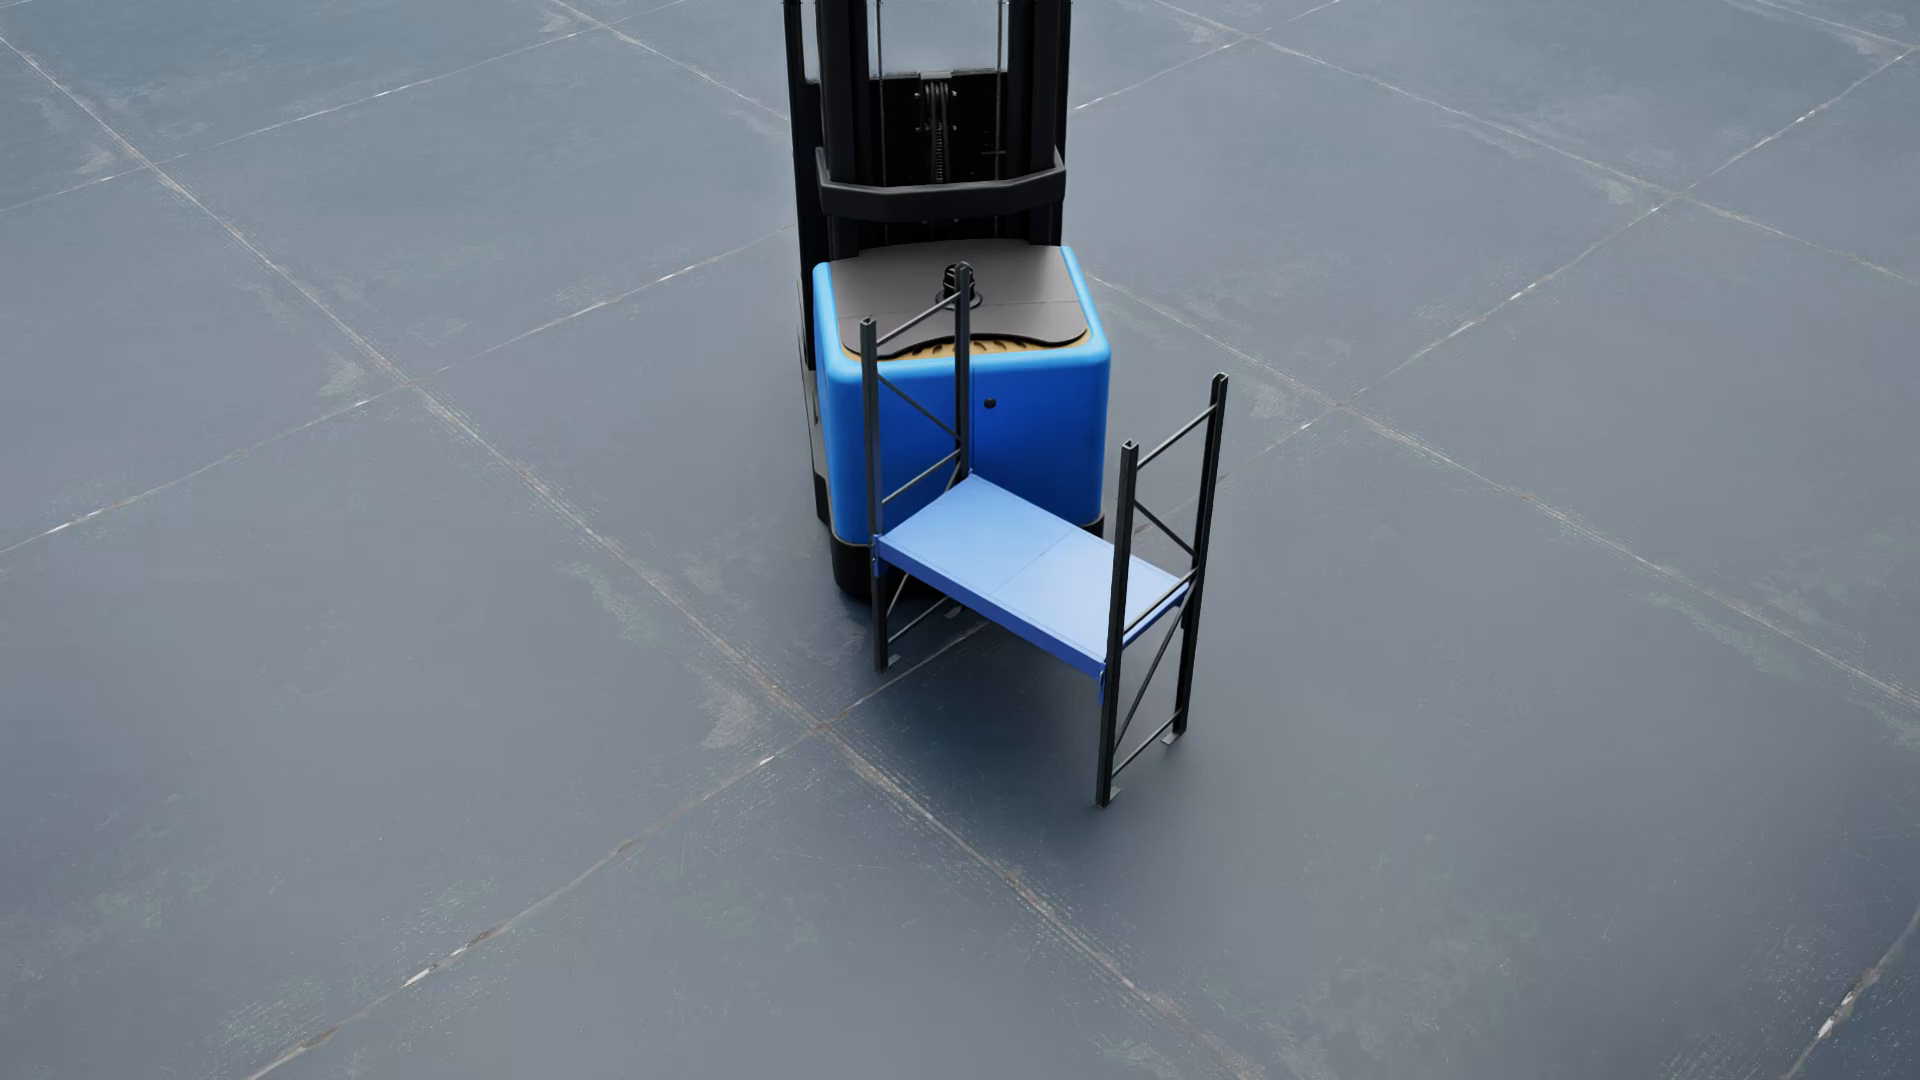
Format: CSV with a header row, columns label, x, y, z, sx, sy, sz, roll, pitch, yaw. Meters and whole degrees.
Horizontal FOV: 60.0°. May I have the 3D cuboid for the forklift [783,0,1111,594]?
label,x,y,z,sx,sy,sz,roll,pitch,yaw
forklift,-0.157,-1.854,6.713,1.130,2.935,3.031,-5,39,-6

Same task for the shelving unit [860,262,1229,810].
label,x,y,z,sx,sy,sz,roll,pitch,yaw
shelving unit,0.245,-0.005,5.562,1.048,1.500,0.538,28,47,30

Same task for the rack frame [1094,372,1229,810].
label,x,y,z,sx,sy,sz,roll,pitch,yaw
rack frame,0.630,0.204,5.304,0.032,1.500,0.500,28,47,30

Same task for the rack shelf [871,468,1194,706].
label,x,y,z,sx,sy,sz,roll,pitch,yaw
rack shelf,0.245,0.135,5.675,1.000,0.185,0.538,28,47,30

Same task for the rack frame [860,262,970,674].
label,x,y,z,sx,sy,sz,roll,pitch,yaw
rack frame,-0.141,-0.213,5.820,0.032,1.500,0.500,28,47,30
